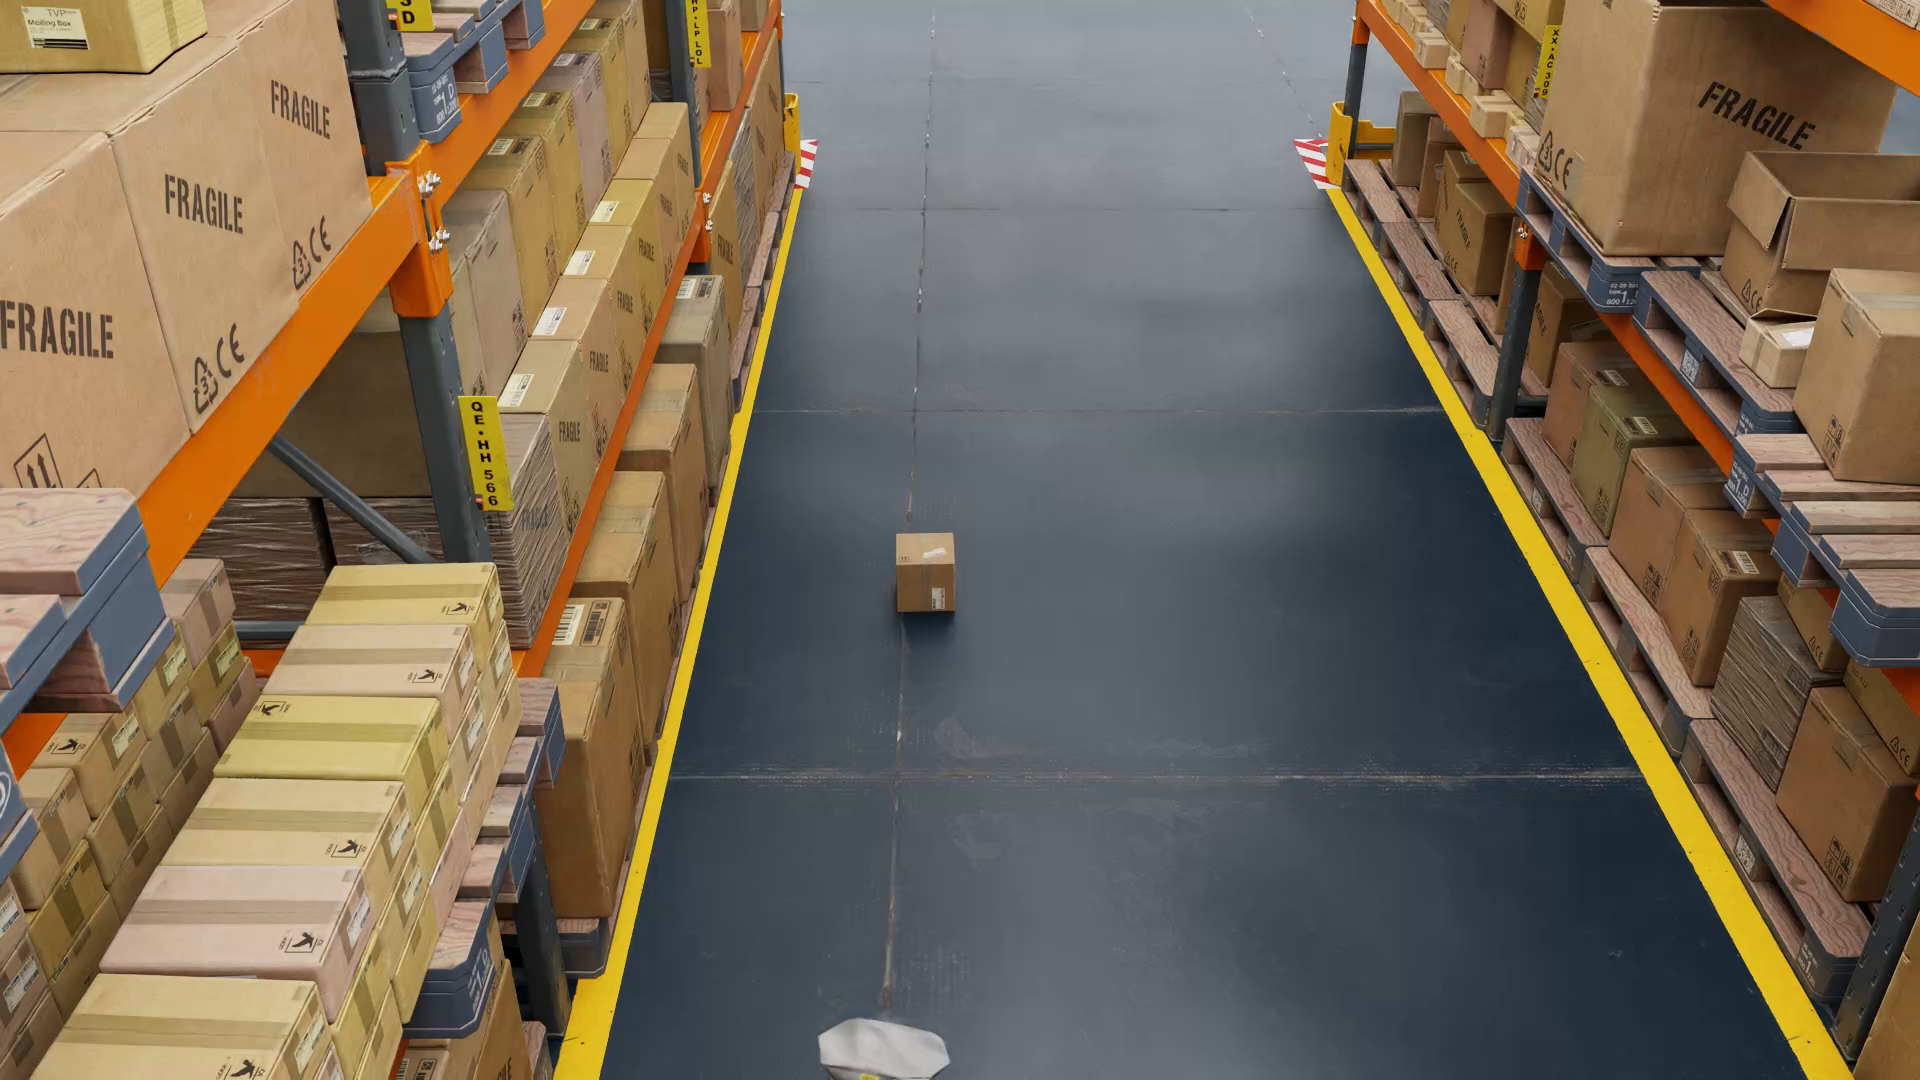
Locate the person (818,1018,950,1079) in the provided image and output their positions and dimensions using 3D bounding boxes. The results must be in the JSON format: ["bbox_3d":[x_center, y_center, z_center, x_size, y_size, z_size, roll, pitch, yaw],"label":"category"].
[{"bbox_3d":[-0.161,1.683,3.411,0.483,1.752,0.502,1,32,1],"label":"person"}]
